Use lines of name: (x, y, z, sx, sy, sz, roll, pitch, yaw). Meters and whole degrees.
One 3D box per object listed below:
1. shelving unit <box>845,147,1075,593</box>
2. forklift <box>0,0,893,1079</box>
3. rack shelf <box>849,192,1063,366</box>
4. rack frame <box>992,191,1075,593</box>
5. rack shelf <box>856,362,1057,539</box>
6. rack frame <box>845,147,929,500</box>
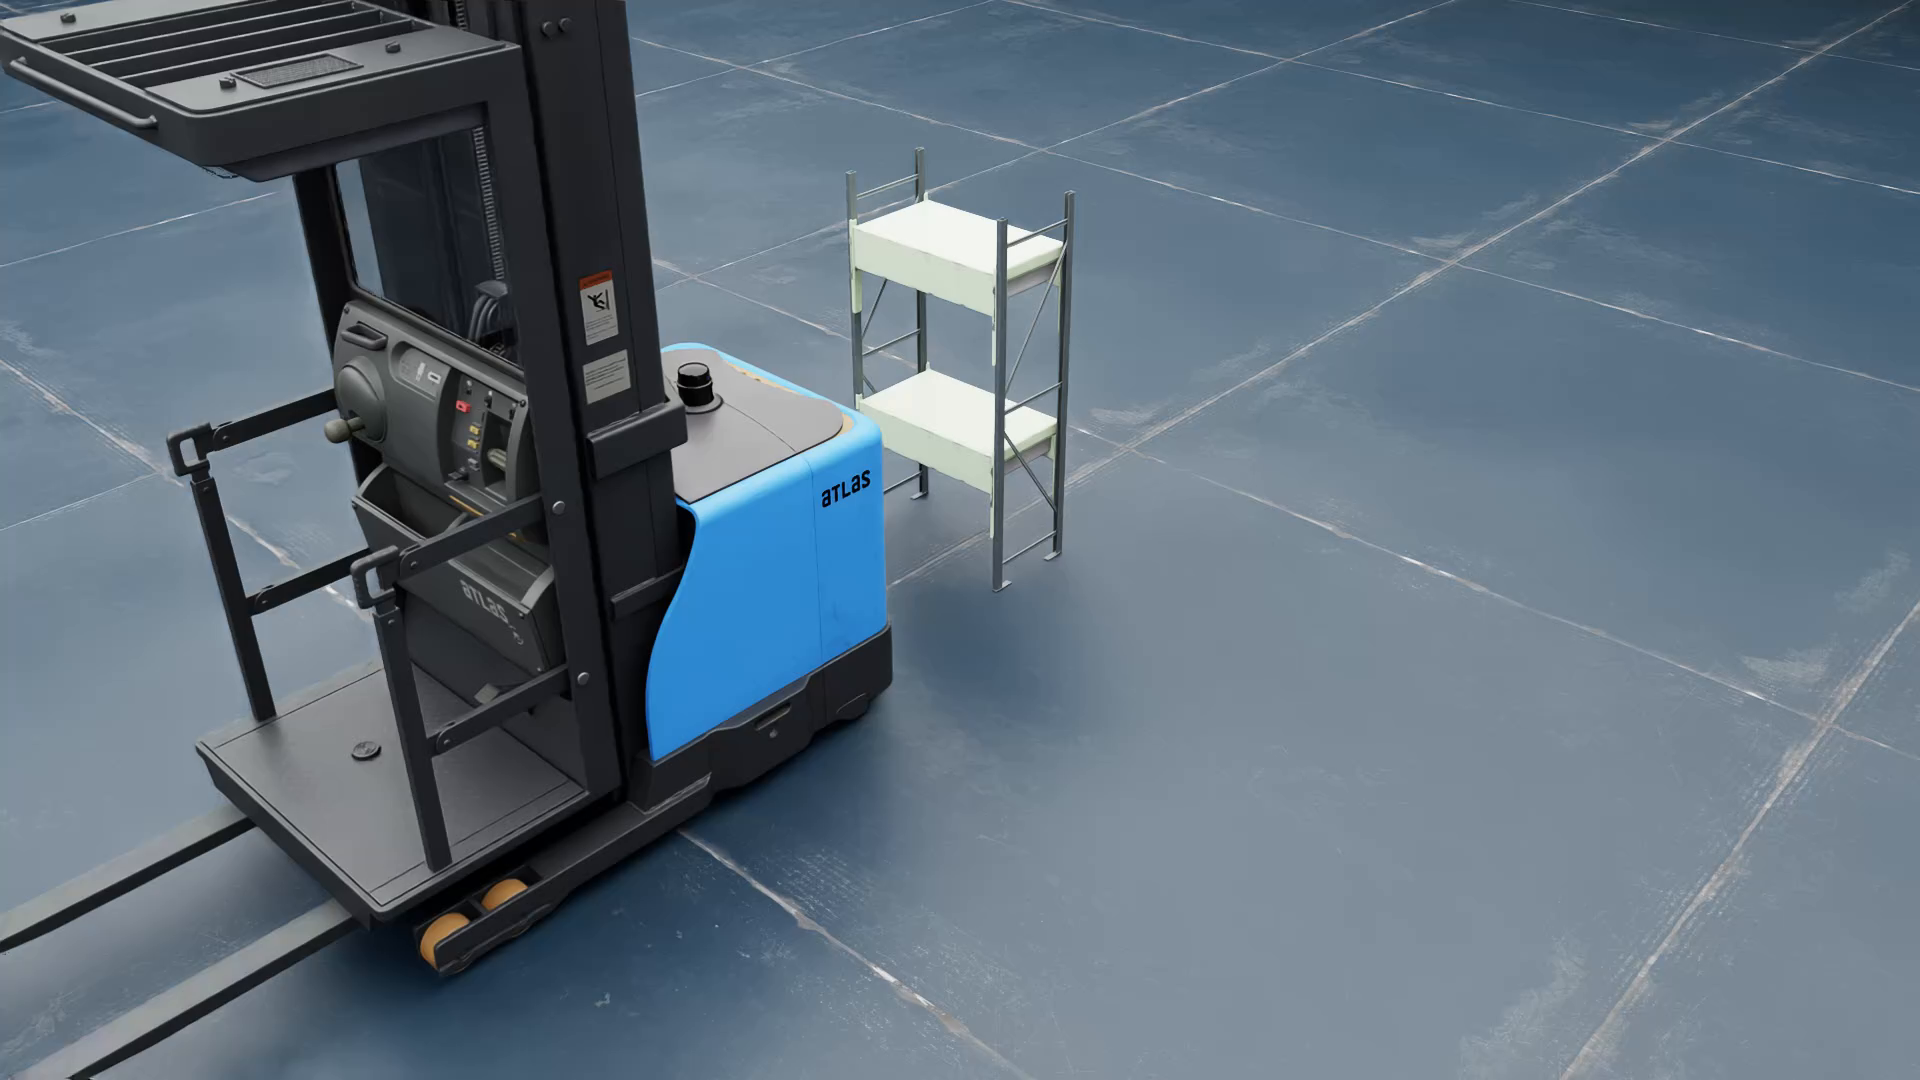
shelving unit: (-0.005, -0.645, 6.367, 0.755, 1.500, 0.431, 25, 39, 35)
forklift: (-1.608, -0.327, 4.452, 1.130, 2.935, 3.031, 26, 39, 36)
rack shelf: (-0.005, -0.979, 6.166, 0.720, 0.370, 0.431, 25, 39, 35)
rack frame: (0.266, -0.518, 6.157, 0.023, 1.500, 0.400, 25, 39, 35)
rack shelf: (-0.005, -0.366, 6.535, 0.720, 0.370, 0.431, 25, 39, 35)
rack frame: (-0.276, -0.772, 6.577, 0.023, 1.500, 0.400, 25, 39, 35)
